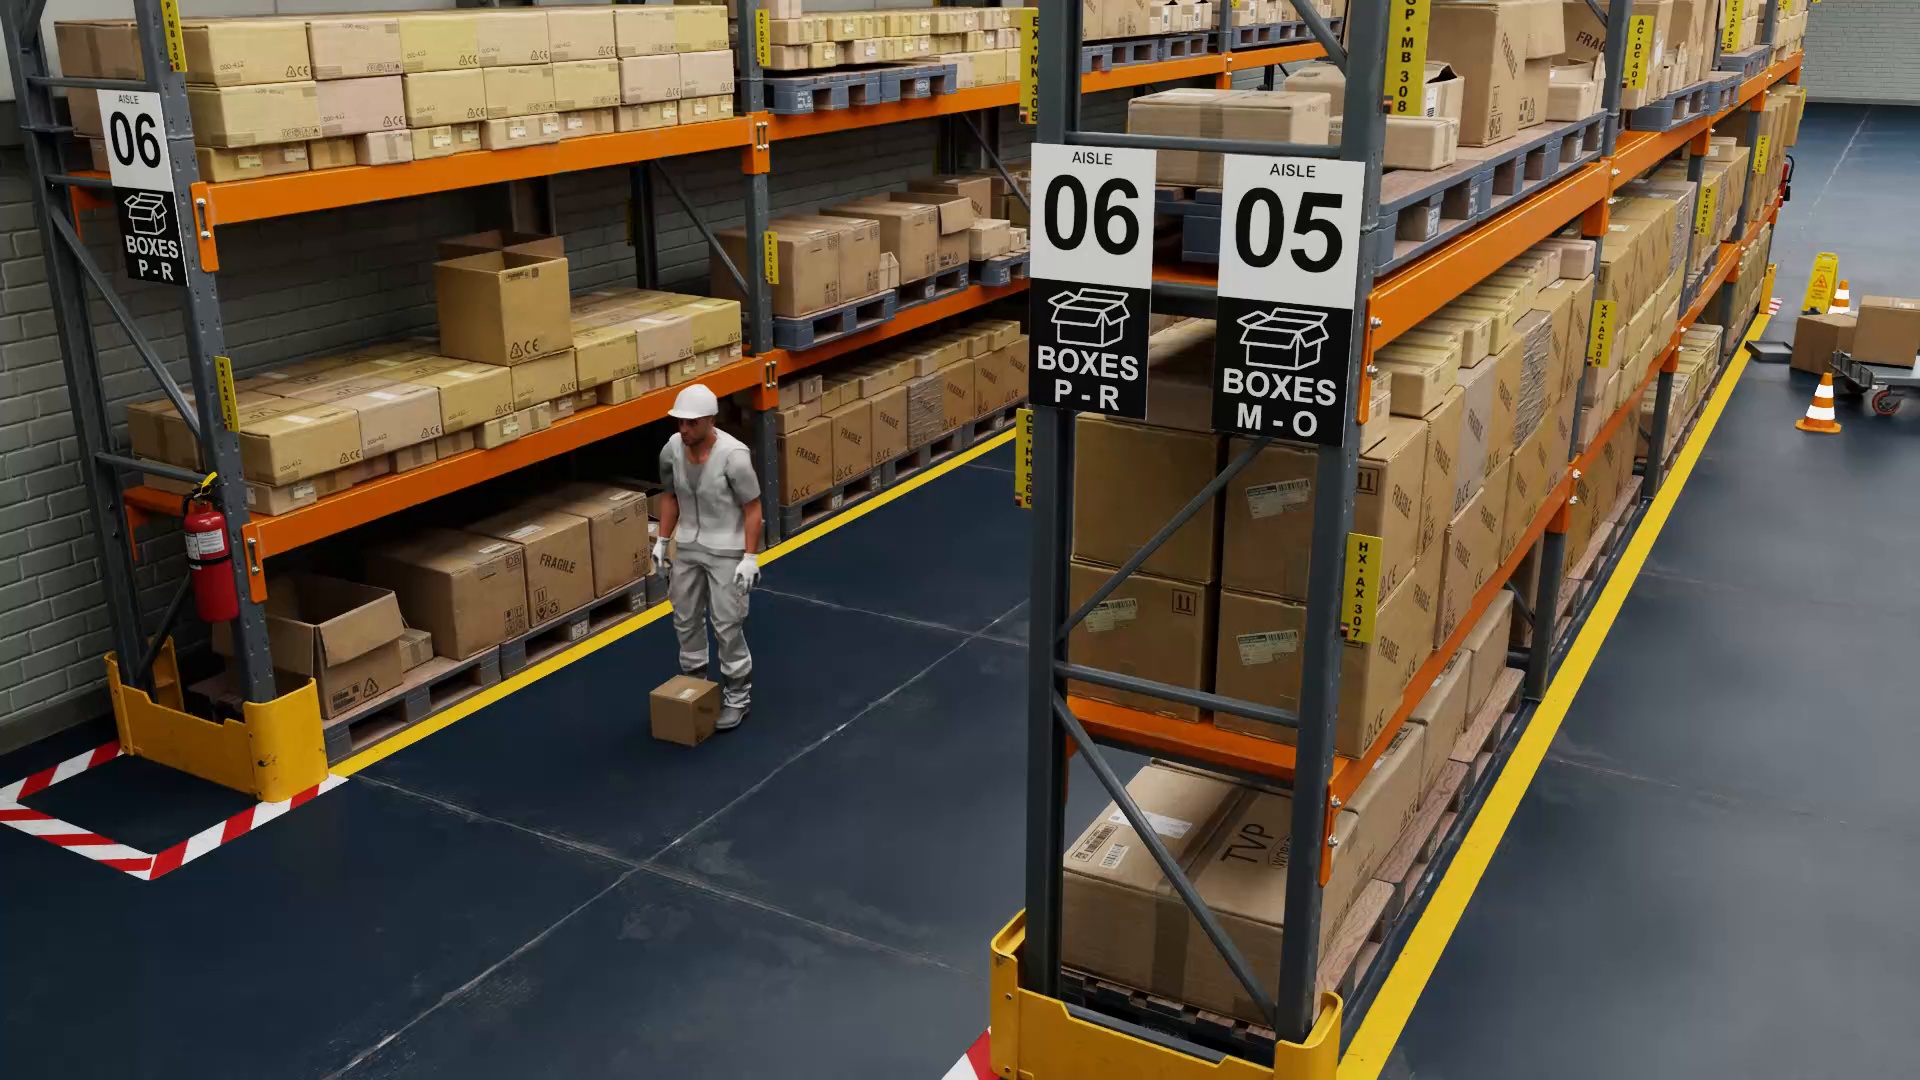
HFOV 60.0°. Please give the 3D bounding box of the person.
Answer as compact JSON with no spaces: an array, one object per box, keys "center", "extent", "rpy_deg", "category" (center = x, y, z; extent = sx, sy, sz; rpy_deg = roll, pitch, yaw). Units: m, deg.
[{"center":[-1.264,0.077,8.324],"extent":[0.623,1.780,0.450],"rpy_deg":[10,21,26],"category":"person"}]
